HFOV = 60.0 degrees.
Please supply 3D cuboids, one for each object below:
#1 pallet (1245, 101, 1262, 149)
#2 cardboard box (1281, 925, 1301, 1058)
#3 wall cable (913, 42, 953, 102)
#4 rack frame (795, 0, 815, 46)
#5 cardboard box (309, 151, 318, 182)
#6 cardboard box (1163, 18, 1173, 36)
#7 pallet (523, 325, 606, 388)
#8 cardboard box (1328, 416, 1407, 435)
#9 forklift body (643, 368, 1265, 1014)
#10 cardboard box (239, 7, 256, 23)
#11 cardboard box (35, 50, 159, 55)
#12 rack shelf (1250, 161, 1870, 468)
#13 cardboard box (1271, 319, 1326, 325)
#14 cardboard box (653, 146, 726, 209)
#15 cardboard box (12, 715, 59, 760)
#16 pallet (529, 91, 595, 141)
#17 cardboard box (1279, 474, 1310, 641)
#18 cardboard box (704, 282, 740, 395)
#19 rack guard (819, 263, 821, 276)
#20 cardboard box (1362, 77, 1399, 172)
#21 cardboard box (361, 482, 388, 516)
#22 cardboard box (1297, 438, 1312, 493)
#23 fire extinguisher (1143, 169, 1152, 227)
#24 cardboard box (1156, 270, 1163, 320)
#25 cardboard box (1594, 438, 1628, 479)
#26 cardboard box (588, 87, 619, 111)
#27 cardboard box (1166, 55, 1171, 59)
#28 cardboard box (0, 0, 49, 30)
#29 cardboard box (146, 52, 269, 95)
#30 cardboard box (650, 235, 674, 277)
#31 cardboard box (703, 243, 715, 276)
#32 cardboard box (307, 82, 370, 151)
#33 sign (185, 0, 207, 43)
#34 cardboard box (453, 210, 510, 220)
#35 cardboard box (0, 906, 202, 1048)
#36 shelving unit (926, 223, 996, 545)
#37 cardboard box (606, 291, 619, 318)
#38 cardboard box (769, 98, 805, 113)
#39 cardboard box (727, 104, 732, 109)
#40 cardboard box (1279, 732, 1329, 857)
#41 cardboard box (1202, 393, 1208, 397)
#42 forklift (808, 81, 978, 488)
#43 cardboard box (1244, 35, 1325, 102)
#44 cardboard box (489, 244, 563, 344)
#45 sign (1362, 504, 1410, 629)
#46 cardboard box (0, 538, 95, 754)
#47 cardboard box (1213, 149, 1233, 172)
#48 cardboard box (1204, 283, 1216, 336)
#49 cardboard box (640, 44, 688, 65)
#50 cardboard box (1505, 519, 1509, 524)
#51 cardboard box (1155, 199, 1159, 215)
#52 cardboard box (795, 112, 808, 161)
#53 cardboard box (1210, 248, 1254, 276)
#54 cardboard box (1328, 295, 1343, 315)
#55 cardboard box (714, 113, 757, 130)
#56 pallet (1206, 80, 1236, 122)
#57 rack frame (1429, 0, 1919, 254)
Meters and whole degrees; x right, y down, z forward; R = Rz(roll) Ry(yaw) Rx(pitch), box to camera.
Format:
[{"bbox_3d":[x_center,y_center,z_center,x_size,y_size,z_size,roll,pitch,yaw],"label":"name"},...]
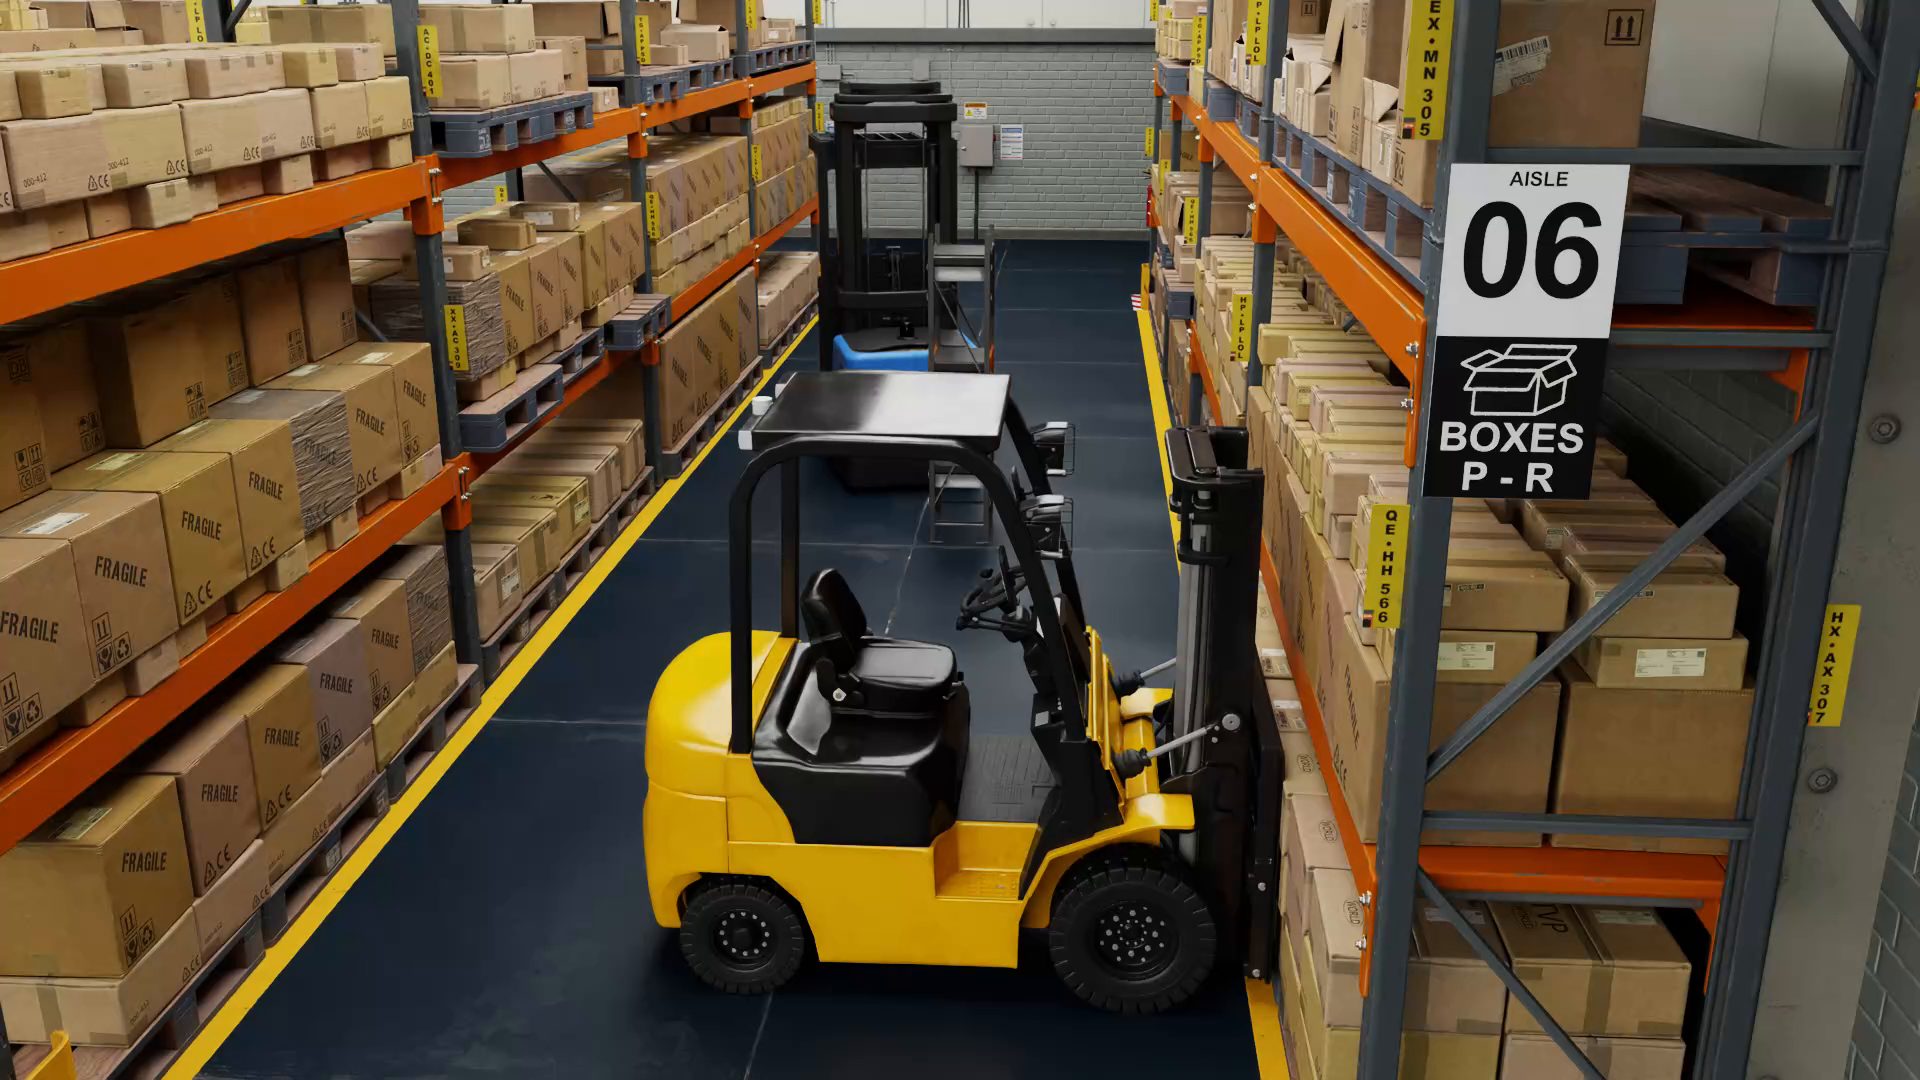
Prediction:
[{"bbox_3d":[1.946,-2.104,8.517,0.805,0.209,1.217,1,18,2],"label":"pallet"},{"bbox_3d":[1.372,1.547,5.626,0.500,0.250,0.500,1,18,4],"label":"cardboard box"},{"bbox_3d":[-0.399,-6.538,24.928,0.588,1.984,0.122,1,18,4],"label":"wall cable"},{"bbox_3d":[-2.195,-7.183,18.892,1.000,3.000,0.127,1,18,4],"label":"rack frame"},{"bbox_3d":[-2.940,-1.572,6.989,0.380,0.149,0.250,1,18,2],"label":"cardboard box"},{"bbox_3d":[2.010,-4.591,14.891,0.380,0.149,0.250,2,18,6],"label":"cardboard box"},{"bbox_3d":[-2.870,-1.140,10.394,1.003,0.211,1.213,1,18,4],"label":"pallet"},{"bbox_3d":[1.528,-0.343,5.971,0.380,0.149,0.250,2,18,5],"label":"cardboard box"},{"bbox_3d":[-0.075,0.521,6.380,2.313,2.155,1.214,1,18,4],"label":"forklift body"},{"bbox_3d":[-7.111,-5.119,16.207,0.380,0.149,0.250,1,18,2],"label":"cardboard box"},{"bbox_3d":[-3.434,-1.877,6.639,0.380,0.149,0.250,1,18,2],"label":"cardboard box"},{"bbox_3d":[1.752,-0.958,5.866,1.077,0.370,4.000,1,18,4],"label":"rack shelf"},{"bbox_3d":[1.699,-1.043,8.585,0.380,0.149,0.250,1,18,3],"label":"cardboard box"},{"bbox_3d":[-2.349,-3.150,14.453,0.500,0.500,0.500,2,18,6],"label":"cardboard box"},{"bbox_3d":[-3.108,0.577,5.248,0.380,0.149,0.250,2,18,5],"label":"cardboard box"},{"bbox_3d":[-2.834,-2.453,9.575,1.213,0.211,1.003,1,18,4],"label":"pallet"},{"bbox_3d":[1.490,0.064,6.249,0.500,0.500,0.500,1,18,4],"label":"cardboard box"},{"bbox_3d":[-2.504,-1.804,14.850,0.875,0.875,0.875,2,18,6],"label":"cardboard box"},{"bbox_3d":[-2.194,-3.151,20.238,1.175,0.500,0.348,1,18,4],"label":"rack guard"},{"bbox_3d":[1.383,-1.204,4.845,0.396,0.266,0.258,1,18,4],"label":"cardboard box"},{"bbox_3d":[-2.882,-0.222,7.687,0.380,0.149,0.250,1,18,4],"label":"cardboard box"},{"bbox_3d":[1.480,-0.278,6.252,0.380,0.149,0.250,1,18,3],"label":"cardboard box"},{"bbox_3d":[2.305,-4.064,19.732,0.296,0.674,0.183,1,18,4],"label":"fire extinguisher"},{"bbox_3d":[2.380,-2.619,17.940,0.500,0.500,0.500,2,18,5],"label":"cardboard box"},{"bbox_3d":[2.047,-0.251,5.691,0.380,0.149,0.250,1,18,3],"label":"cardboard box"},{"bbox_3d":[-2.582,-3.051,11.502,0.380,0.149,0.250,1,18,4],"label":"cardboard box"},{"bbox_3d":[2.281,-4.792,16.178,0.500,0.250,0.500,1,18,2],"label":"cardboard box"},{"bbox_3d":[-7.394,-4.123,12.980,0.396,0.266,0.258,1,18,4],"label":"cardboard box"},{"bbox_3d":[-2.886,-1.782,6.350,0.380,0.149,0.250,1,18,5],"label":"cardboard box"},{"bbox_3d":[-2.486,-2.165,12.652,0.500,0.250,0.500,1,18,4],"label":"cardboard box"},{"bbox_3d":[-2.388,-2.398,14.166,0.500,0.250,0.500,1,18,4],"label":"cardboard box"},{"bbox_3d":[-2.854,-1.800,7.046,0.500,0.250,0.500,1,18,3],"label":"cardboard box"},{"bbox_3d":[-3.609,-2.474,7.877,0.100,0.325,0.005,1,18,4],"label":"sign"},{"bbox_3d":[-3.062,-1.939,11.211,0.500,0.500,0.500,2,18,7],"label":"cardboard box"},{"bbox_3d":[-3.009,1.500,5.769,0.500,0.250,0.500,1,18,3],"label":"cardboard box"},{"bbox_3d":[0.012,-1.049,11.253,0.431,2.100,0.503,1,18,4],"label":"shelving unit"},{"bbox_3d":[-2.504,-1.578,11.151,0.380,0.149,0.250,0,18,1],"label":"cardboard box"},{"bbox_3d":[-1.950,-4.885,18.707,0.380,0.149,0.250,1,18,3],"label":"cardboard box"},{"bbox_3d":[-2.650,-4.578,17.769,0.380,0.149,0.250,1,18,3],"label":"cardboard box"},{"bbox_3d":[1.388,0.913,5.954,0.500,0.250,0.500,2,18,5],"label":"cardboard box"},{"bbox_3d":[1.998,-0.885,12.648,0.500,0.500,0.500,2,18,6],"label":"cardboard box"},{"bbox_3d":[-0.610,-2.203,13.439,1.130,2.935,3.031,-3,18,-10],"label":"forklift"},{"bbox_3d":[1.704,-2.356,8.286,0.500,0.311,0.500,1,18,2],"label":"cardboard box"},{"bbox_3d":[-2.652,-1.441,9.692,0.500,0.500,0.500,1,18,4],"label":"cardboard box"},{"bbox_3d":[1.069,0.068,4.159,0.100,0.325,0.005,1,18,4],"label":"sign"},{"bbox_3d":[-3.032,0.308,5.029,0.500,0.500,0.500,1,18,3],"label":"cardboard box"},{"bbox_3d":[2.841,-3.863,16.953,0.500,0.500,0.500,1,18,2],"label":"cardboard box"},{"bbox_3d":[1.814,-1.454,10.481,0.500,0.250,0.500,1,18,3],"label":"cardboard box"},{"bbox_3d":[-2.468,-4.013,13.736,0.380,0.166,0.250,3,18,9],"label":"cardboard box"},{"bbox_3d":[2.055,-0.106,5.727,0.380,0.149,0.250,2,18,6],"label":"cardboard box"},{"bbox_3d":[2.317,-3.608,18.020,0.380,0.149,0.250,1,18,2],"label":"cardboard box"},{"bbox_3d":[-2.001,-4.536,18.684,0.500,0.500,0.500,1,18,4],"label":"cardboard box"},{"bbox_3d":[1.855,-1.838,11.011,0.380,0.149,0.250,2,18,5],"label":"cardboard box"},{"bbox_3d":[2.266,-1.272,9.284,0.380,0.149,0.250,1,18,4],"label":"cardboard box"},{"bbox_3d":[-2.198,-4.093,16.288,0.380,0.149,0.250,2,18,5],"label":"cardboard box"},{"bbox_3d":[2.223,-2.860,10.821,1.213,0.211,1.003,2,18,6],"label":"pallet"},{"bbox_3d":[1.609,-2.104,3.392,1.000,3.000,0.127,1,18,4],"label":"rack frame"}]
